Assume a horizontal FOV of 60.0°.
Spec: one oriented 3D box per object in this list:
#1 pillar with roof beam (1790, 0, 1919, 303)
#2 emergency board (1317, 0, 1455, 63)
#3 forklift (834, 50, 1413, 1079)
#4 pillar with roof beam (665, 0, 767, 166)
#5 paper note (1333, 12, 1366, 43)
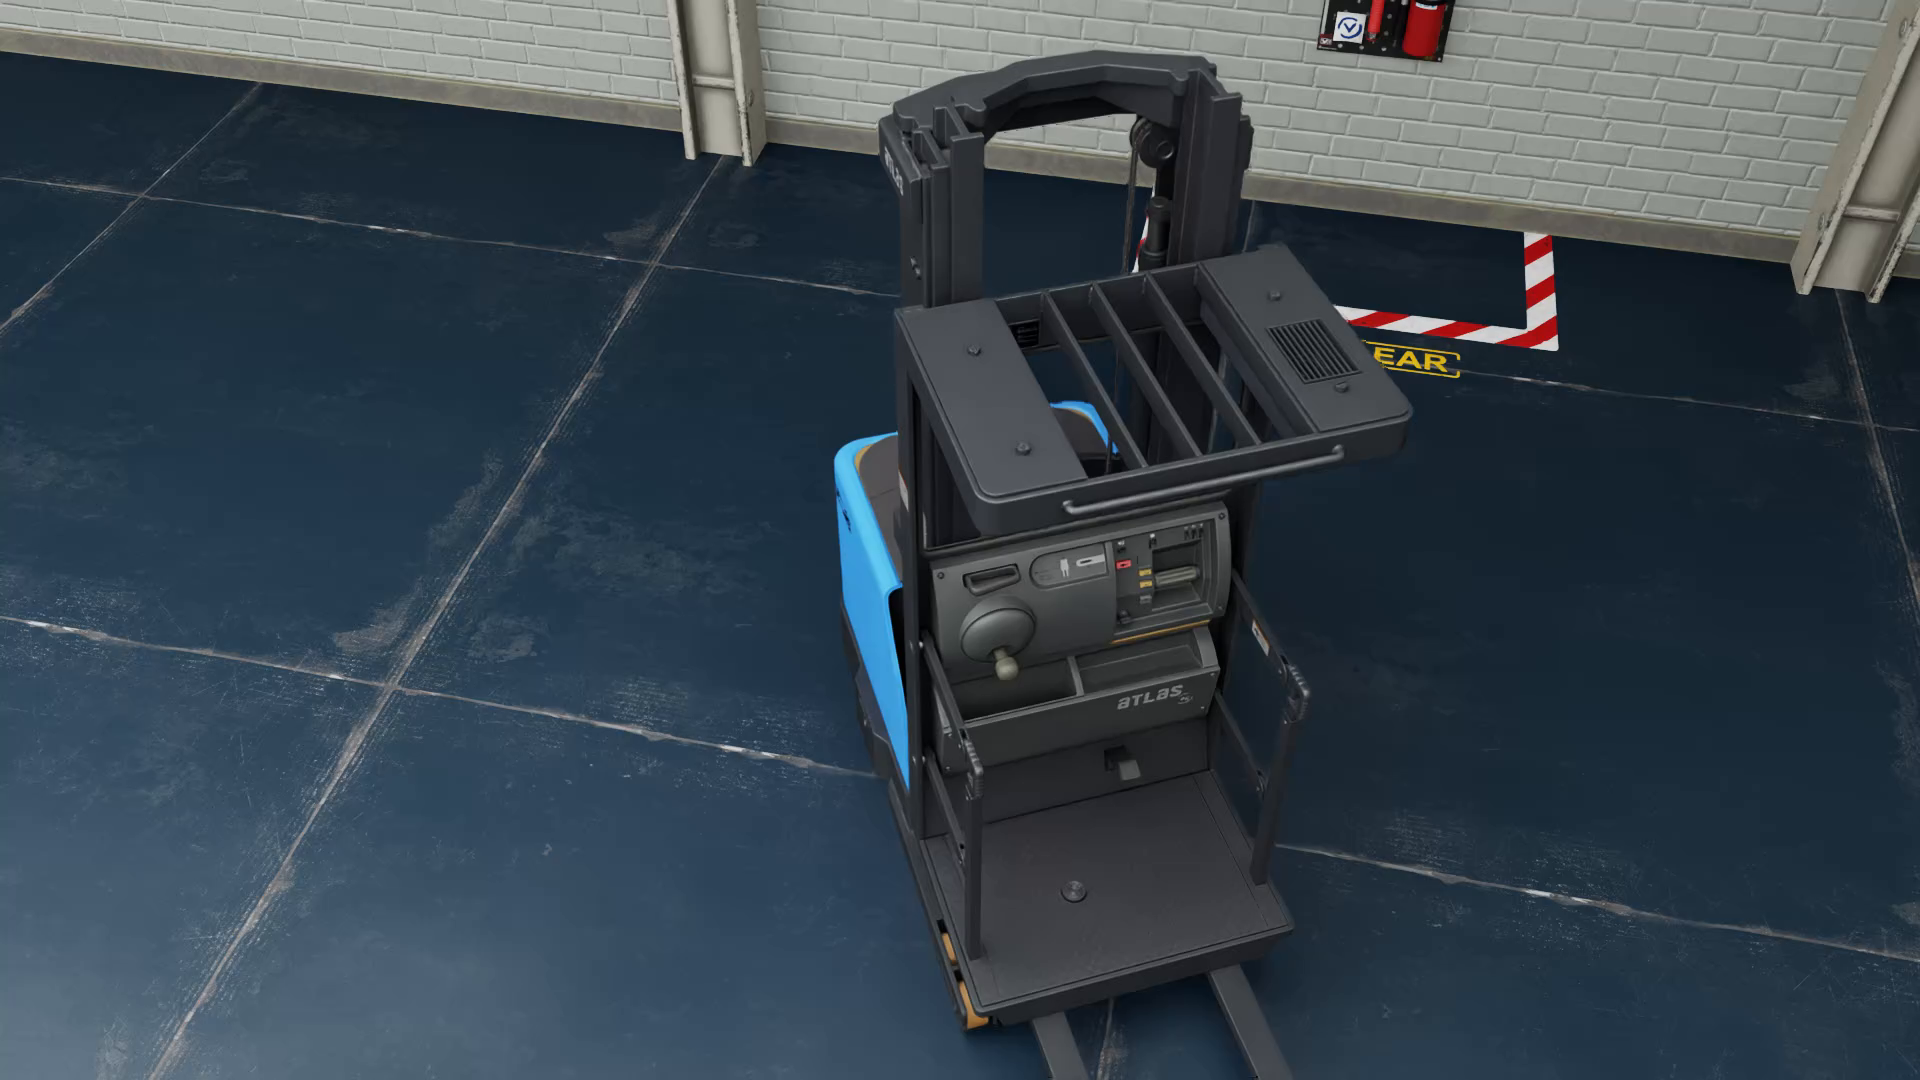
[{"bbox_3d":[3.580,-1.668,2.454,0.400,9.000,9.100,9,45,9],"label":"pillar with roof beam"},{"bbox_3d":[2.116,-2.820,7.976,0.643,1.169,0.194,9,45,9],"label":"emergency board"},{"bbox_3d":[0.437,0.249,4.838,1.130,2.935,3.031,-12,45,-12],"label":"forklift"},{"bbox_3d":[-2.276,-2.576,3.397,0.400,9.000,9.100,9,45,9],"label":"pillar with roof beam"},{"bbox_3d":[1.959,-2.576,8.358,0.142,0.148,0.016,9,45,9],"label":"paper note"}]
